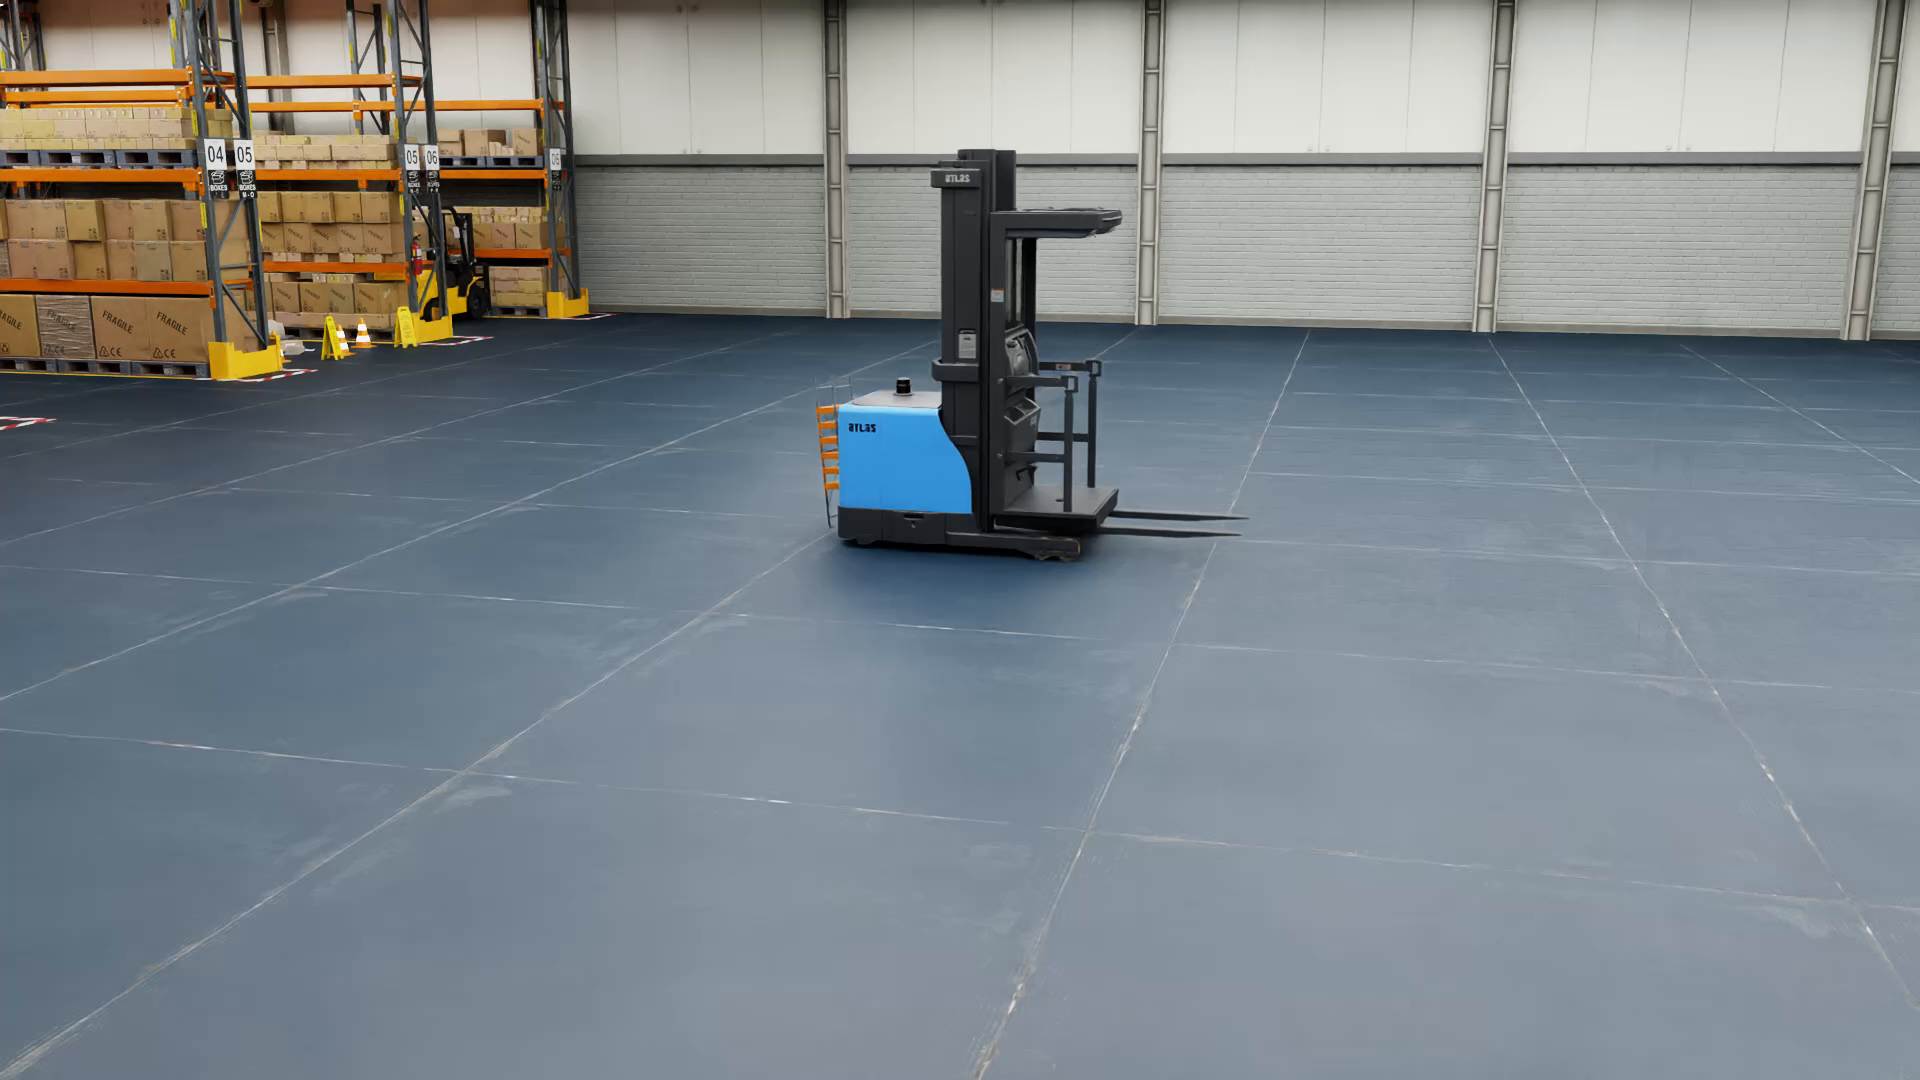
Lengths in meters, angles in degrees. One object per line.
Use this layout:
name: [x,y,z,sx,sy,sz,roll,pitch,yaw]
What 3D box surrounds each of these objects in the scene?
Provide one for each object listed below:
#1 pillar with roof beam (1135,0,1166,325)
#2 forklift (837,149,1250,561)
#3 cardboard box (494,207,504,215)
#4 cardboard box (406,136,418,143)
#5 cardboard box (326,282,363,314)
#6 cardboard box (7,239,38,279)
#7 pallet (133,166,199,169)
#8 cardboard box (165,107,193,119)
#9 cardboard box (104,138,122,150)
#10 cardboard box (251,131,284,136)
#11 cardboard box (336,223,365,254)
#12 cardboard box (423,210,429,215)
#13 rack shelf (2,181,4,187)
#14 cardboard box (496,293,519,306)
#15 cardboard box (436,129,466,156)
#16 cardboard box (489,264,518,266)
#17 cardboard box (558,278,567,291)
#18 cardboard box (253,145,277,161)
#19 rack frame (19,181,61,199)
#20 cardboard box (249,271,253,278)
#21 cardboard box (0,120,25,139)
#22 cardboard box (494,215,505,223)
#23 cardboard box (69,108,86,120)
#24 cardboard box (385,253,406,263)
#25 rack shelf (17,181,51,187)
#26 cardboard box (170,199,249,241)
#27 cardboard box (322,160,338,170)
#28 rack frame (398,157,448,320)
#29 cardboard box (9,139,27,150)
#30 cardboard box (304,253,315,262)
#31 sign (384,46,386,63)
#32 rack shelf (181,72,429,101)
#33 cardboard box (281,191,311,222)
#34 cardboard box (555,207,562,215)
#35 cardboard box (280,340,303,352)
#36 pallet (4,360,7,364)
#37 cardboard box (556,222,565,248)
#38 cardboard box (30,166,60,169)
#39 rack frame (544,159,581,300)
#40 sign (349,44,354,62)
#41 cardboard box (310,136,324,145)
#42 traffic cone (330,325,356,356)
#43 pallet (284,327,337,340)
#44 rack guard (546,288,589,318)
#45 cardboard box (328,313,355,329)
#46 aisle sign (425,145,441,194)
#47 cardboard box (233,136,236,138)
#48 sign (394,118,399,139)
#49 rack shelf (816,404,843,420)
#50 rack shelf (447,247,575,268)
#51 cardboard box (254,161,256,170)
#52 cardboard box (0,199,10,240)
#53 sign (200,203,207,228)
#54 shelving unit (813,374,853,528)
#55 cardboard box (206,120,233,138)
pillar with roof beam: [2.435,-7.502,25.865,0.400,9.000,9.100,3,13,14]
forklift: [0.647,-1.404,12.386,3.031,2.935,1.130,3,13,14]
cardboard box: [-8.853,-6.404,32.348,0.250,0.149,0.380,3,13,14]
cardboard box: [-9.206,-6.624,27.572,0.250,0.149,0.380,3,13,13]
cardboard box: [-10.257,-4.074,27.909,0.500,0.500,0.500,4,13,16]
cardboard box: [-12.980,-4.026,23.701,0.550,0.550,0.875,3,13,14]
pallet: [-13.367,-6.467,28.556,1.003,0.211,1.213,3,13,14]
cardboard box: [-10.406,-5.717,22.281,0.250,0.149,0.380,3,13,14]
cardboard box: [-11.390,-5.380,22.604,0.250,0.149,0.380,3,13,13]
cardboard box: [-13.858,-7.916,33.226,0.500,0.500,0.500,3,13,15]
cardboard box: [-9.987,-5.023,27.623,0.500,0.500,0.500,3,13,14]
cardboard box: [-10.360,-6.467,32.632,0.250,0.149,0.380,3,13,13]
rack shelf: [-15.823,-5.210,24.120,4.000,0.370,1.077,3,13,14]
cardboard box: [-8.736,-4.724,32.573,0.500,0.250,0.500,3,13,14]
cardboard box: [-9.741,-7.729,32.372,0.637,0.503,0.797,3,13,15]
cardboard box: [-9.114,-5.345,33.061,0.500,0.250,0.500,3,13,13]
cardboard box: [-8.130,-5.051,32.890,0.500,0.250,0.500,3,13,15]
cardboard box: [-11.445,-6.442,27.670,0.500,0.250,0.500,3,13,14]
rack frame: [-19.374,-6.499,35.192,0.127,3.000,1.000,3,13,14]
cardboard box: [-12.178,-4.478,28.236,0.250,0.149,0.380,3,13,14]
cardboard box: [-12.983,-5.673,23.006,0.500,0.250,0.500,3,13,13]
cardboard box: [-8.858,-6.249,32.338,0.250,0.149,0.380,3,13,13]
cardboard box: [-11.886,-5.796,22.637,0.250,0.149,0.380,3,13,14]
cardboard box: [-9.324,-4.684,27.591,0.250,0.149,0.380,4,13,15]
rack shelf: [-21.316,-7.716,35.412,4.000,0.370,1.077,3,13,14]
cardboard box: [-10.348,-4.413,22.954,0.550,0.550,0.875,3,13,14]
cardboard box: [-10.305,-6.190,27.457,0.250,0.149,0.380,3,13,13]
rack frame: [-8.909,-4.832,27.679,0.127,3.000,1.000,3,13,14]
cardboard box: [-12.872,-5.459,22.961,0.250,0.149,0.380,3,13,13]
cardboard box: [-10.803,-4.767,27.967,0.250,0.149,0.380,3,13,14]
sign: [-11.450,-9.661,33.073,0.005,0.325,0.100,3,13,14]
rack shelf: [-10.851,-7.512,27.576,4.000,0.370,1.077,3,13,14]
cardboard box: [-10.918,-5.582,27.836,0.500,0.500,0.700,3,13,13]
cardboard box: [-7.999,-6.449,32.553,0.250,0.149,0.380,3,13,12]
cardboard box: [-10.665,-3.083,26.380,0.250,0.149,0.380,12,17,43]
pallet: [-14.648,-2.656,24.311,1.213,0.211,1.003,3,13,14]
cardboard box: [-8.138,-6.009,32.753,0.500,0.500,0.500,3,13,15]
cardboard box: [-15.759,-6.709,28.984,0.500,0.500,0.700,3,13,14]
rack frame: [-7.724,-5.876,32.385,0.127,3.000,1.000,3,13,14]
sign: [-11.726,-9.392,32.044,0.005,0.325,0.100,3,13,14]
cardboard box: [-10.519,-6.607,27.492,0.250,0.149,0.380,3,13,12]
traffic cone: [-9.572,-3.093,25.700,0.334,0.463,0.336,3,13,14]
pallet: [-10.944,-3.588,28.510,1.213,0.211,1.003,3,13,14]
rack guard: [-7.700,-4.654,32.650,0.348,0.500,1.175,3,13,14]
cardboard box: [-10.260,-3.708,27.994,0.500,0.250,0.500,3,13,14]
aisle sign: [-8.775,-6.163,27.677,0.004,0.787,0.394,3,13,14]
cardboard box: [-12.052,-6.663,27.744,0.250,0.149,0.380,3,13,12]
sign: [-9.062,-6.613,26.737,0.005,0.325,0.100,3,13,14]
rack shelf: [-0.984,-1.015,13.149,0.180,0.103,0.258,1,11,36]
rack shelf: [-9.665,-5.628,32.931,4.000,0.370,1.077,3,13,14]
cardboard box: [-11.808,-6.277,27.848,0.250,0.149,0.380,3,13,15]
cardboard box: [-13.531,-4.567,23.647,0.550,0.550,0.875,3,13,14]
sign: [-10.141,-4.353,22.302,0.005,0.325,0.100,3,13,14]
shelving unit: [-0.955,-0.705,13.198,0.189,1.200,0.258,1,11,36]
cardboard box: [-10.404,-5.655,22.923,0.500,0.250,0.500,3,13,13]
